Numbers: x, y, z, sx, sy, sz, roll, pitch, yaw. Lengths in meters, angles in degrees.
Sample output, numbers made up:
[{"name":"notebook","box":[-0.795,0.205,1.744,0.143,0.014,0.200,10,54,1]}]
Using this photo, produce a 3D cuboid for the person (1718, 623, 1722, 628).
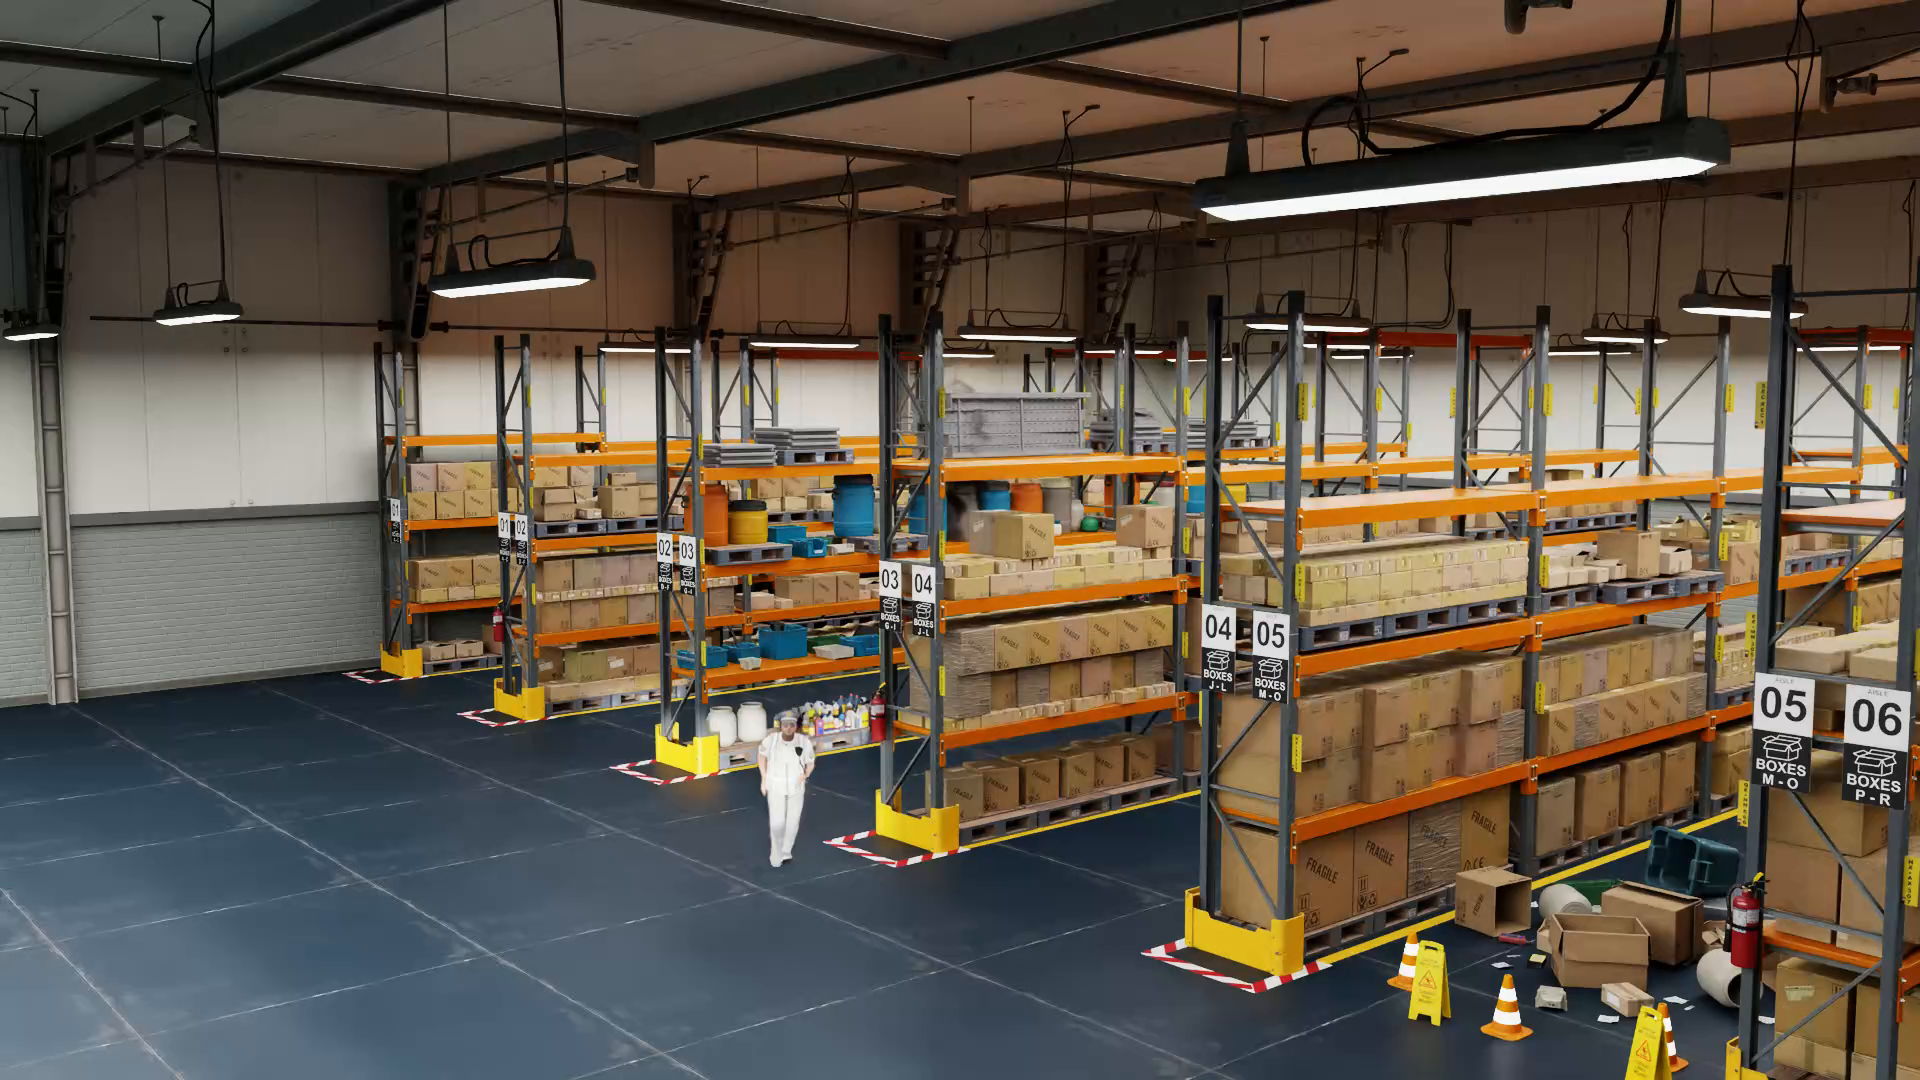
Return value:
[{"name":"person","box":[11.415,2.069,25.032,0.744,1.684,0.569,-3,6,-31]}]

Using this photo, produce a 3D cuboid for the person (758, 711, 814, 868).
[{"name":"person","box":[-1.862,2.674,17.920,0.585,1.737,0.762,-1,5,-13]}]
